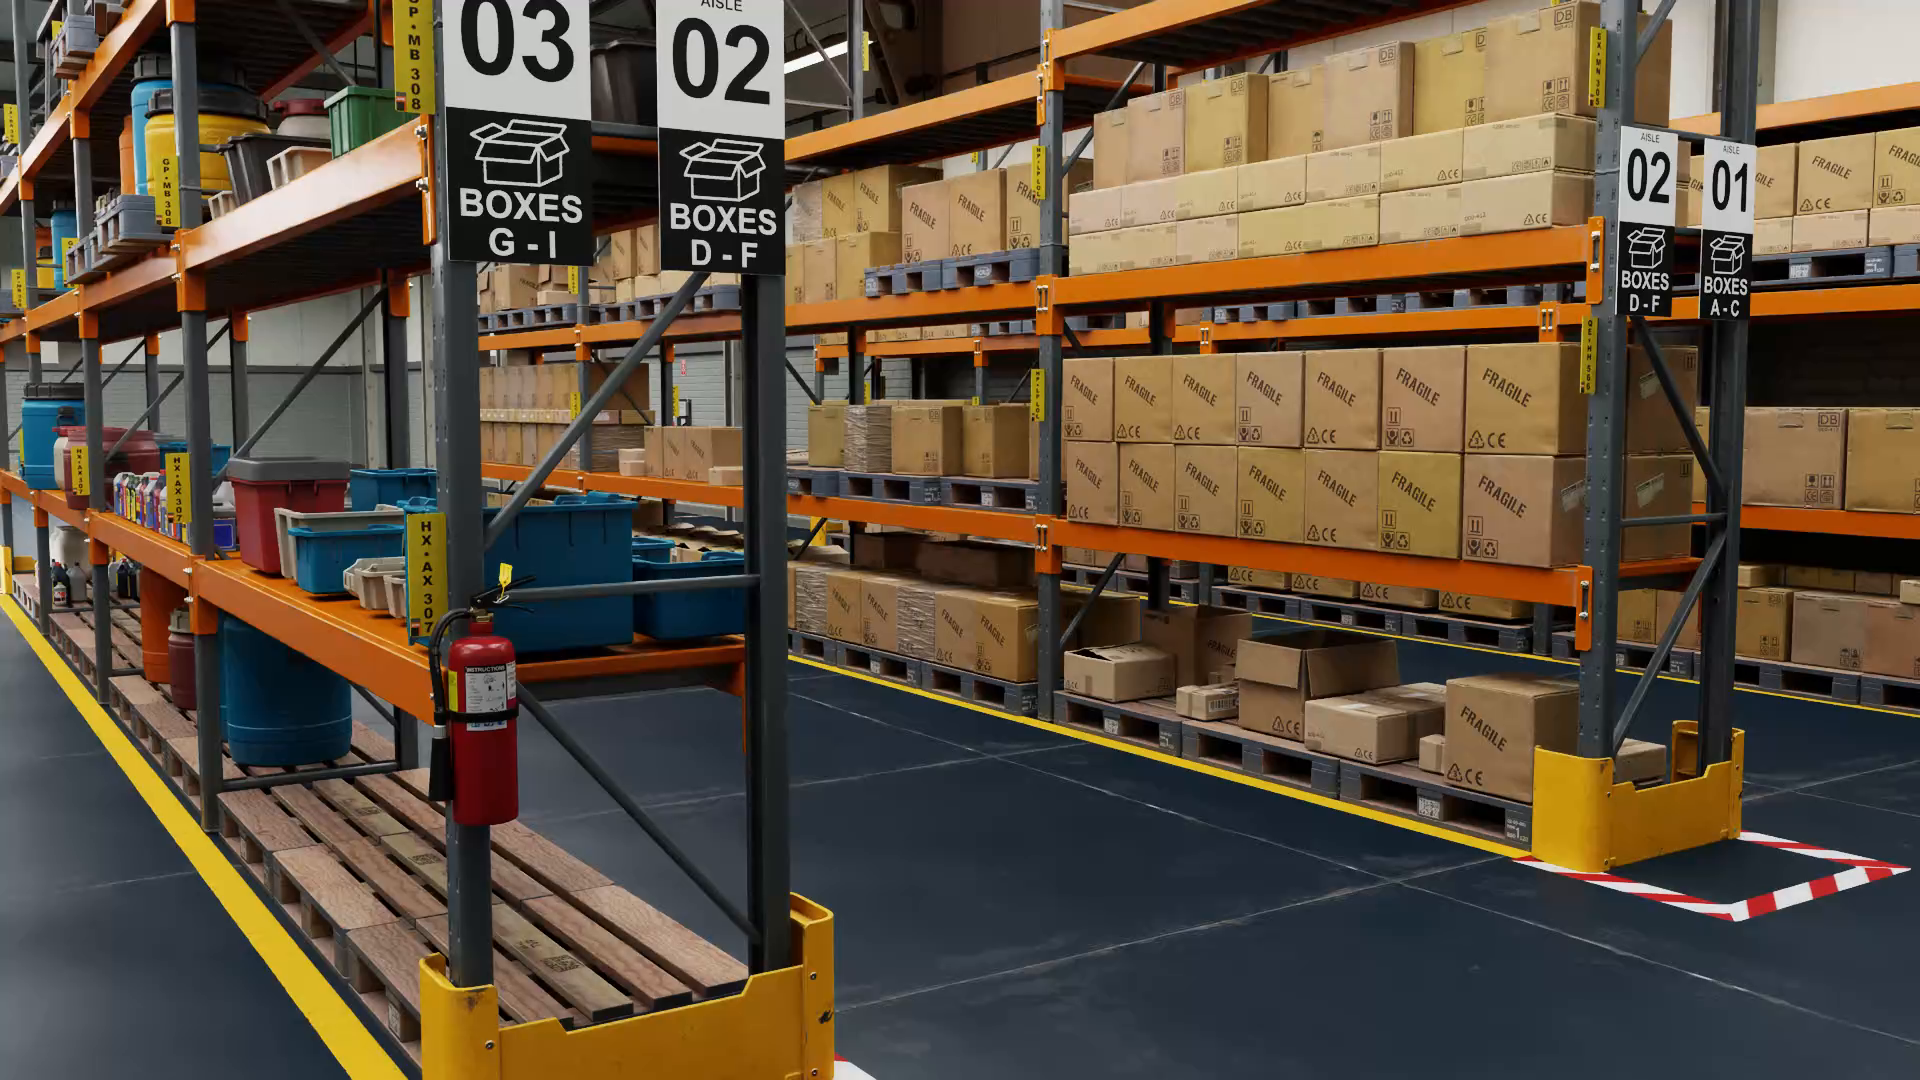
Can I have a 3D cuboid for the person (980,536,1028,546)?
[{"bbox_3d":[0.370,-0.022,14.797,0.497,1.667,0.373,-3,6,-35],"label":"person"}]
